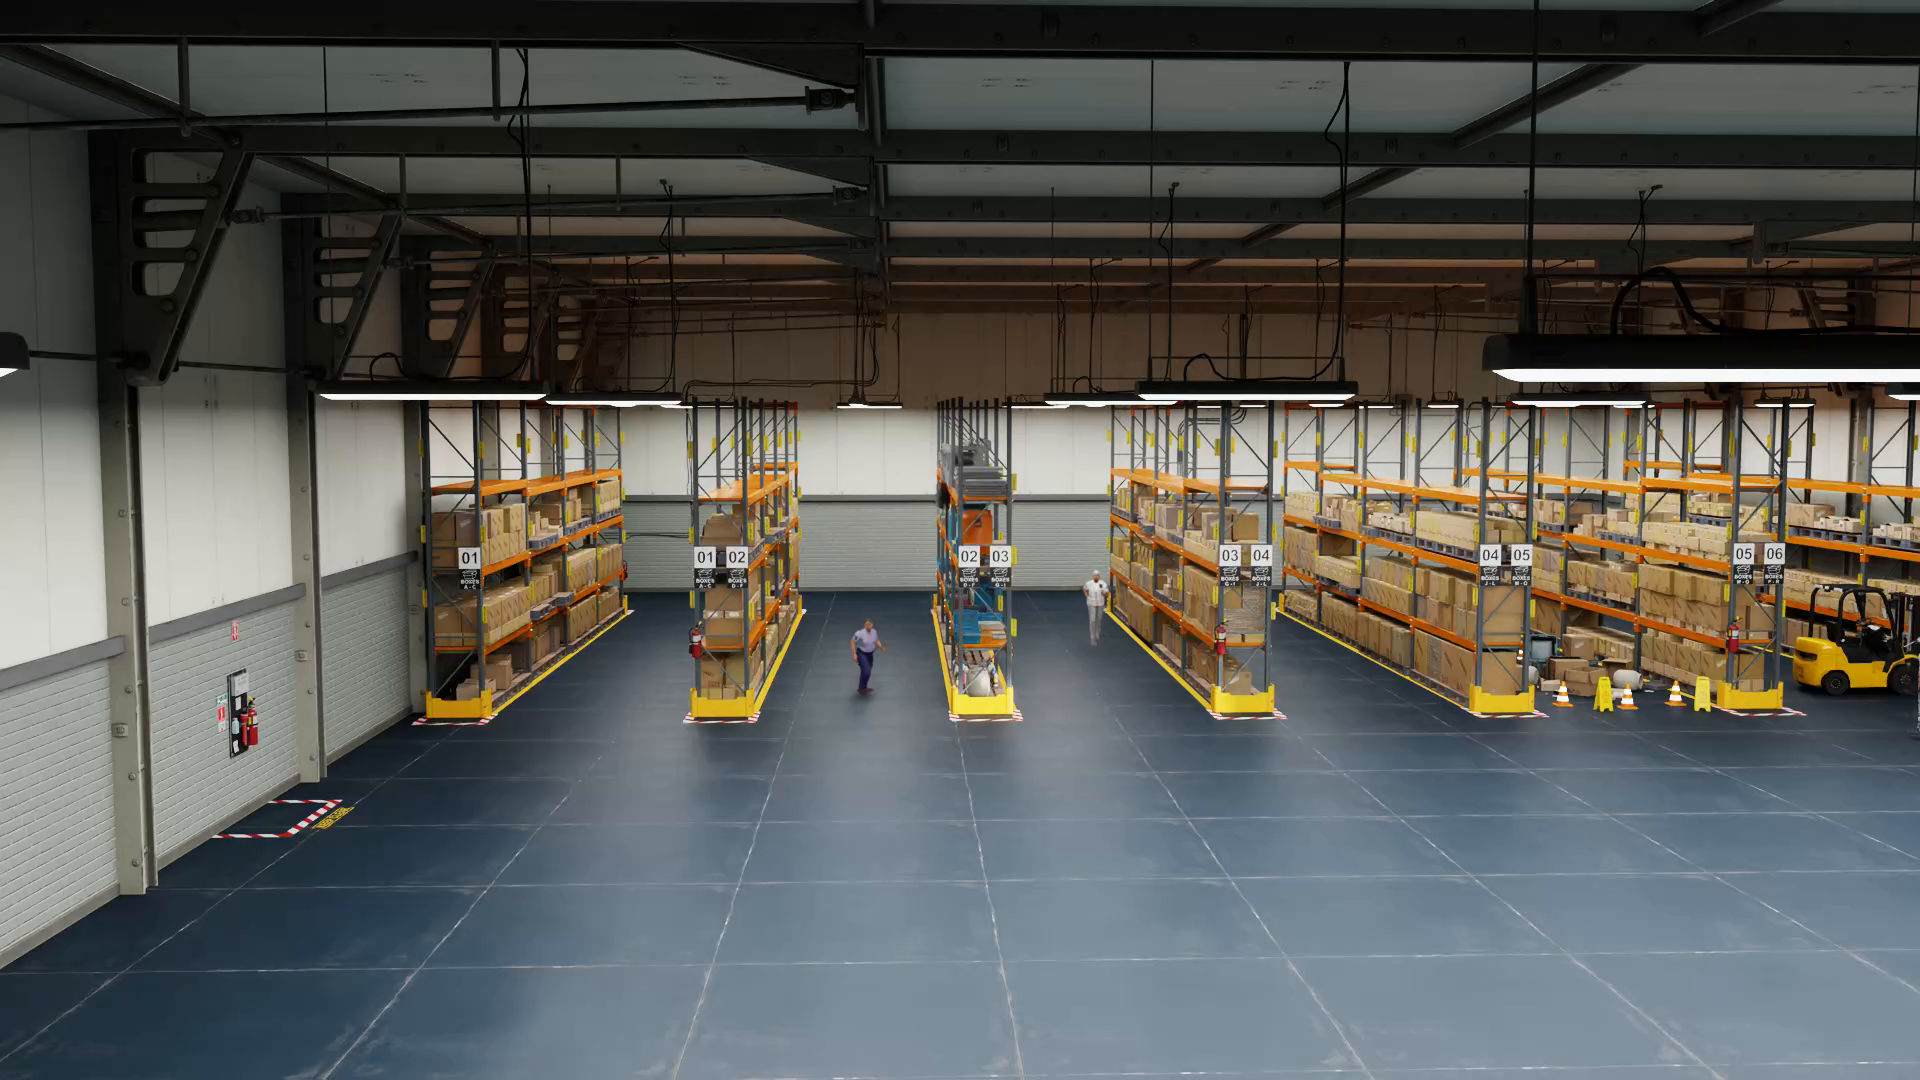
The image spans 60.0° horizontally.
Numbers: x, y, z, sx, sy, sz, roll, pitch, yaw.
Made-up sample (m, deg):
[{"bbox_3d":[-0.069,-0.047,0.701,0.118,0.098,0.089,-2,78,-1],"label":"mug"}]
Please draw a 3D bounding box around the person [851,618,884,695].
[{"bbox_3d":[-1.864,2.385,33.704,0.816,1.604,0.641,3,6,38],"label":"person"}]

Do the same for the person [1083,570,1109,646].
[{"bbox_3d":[3.221,1.586,39.187,0.583,1.751,0.717,0,4,-3],"label":"person"}]
